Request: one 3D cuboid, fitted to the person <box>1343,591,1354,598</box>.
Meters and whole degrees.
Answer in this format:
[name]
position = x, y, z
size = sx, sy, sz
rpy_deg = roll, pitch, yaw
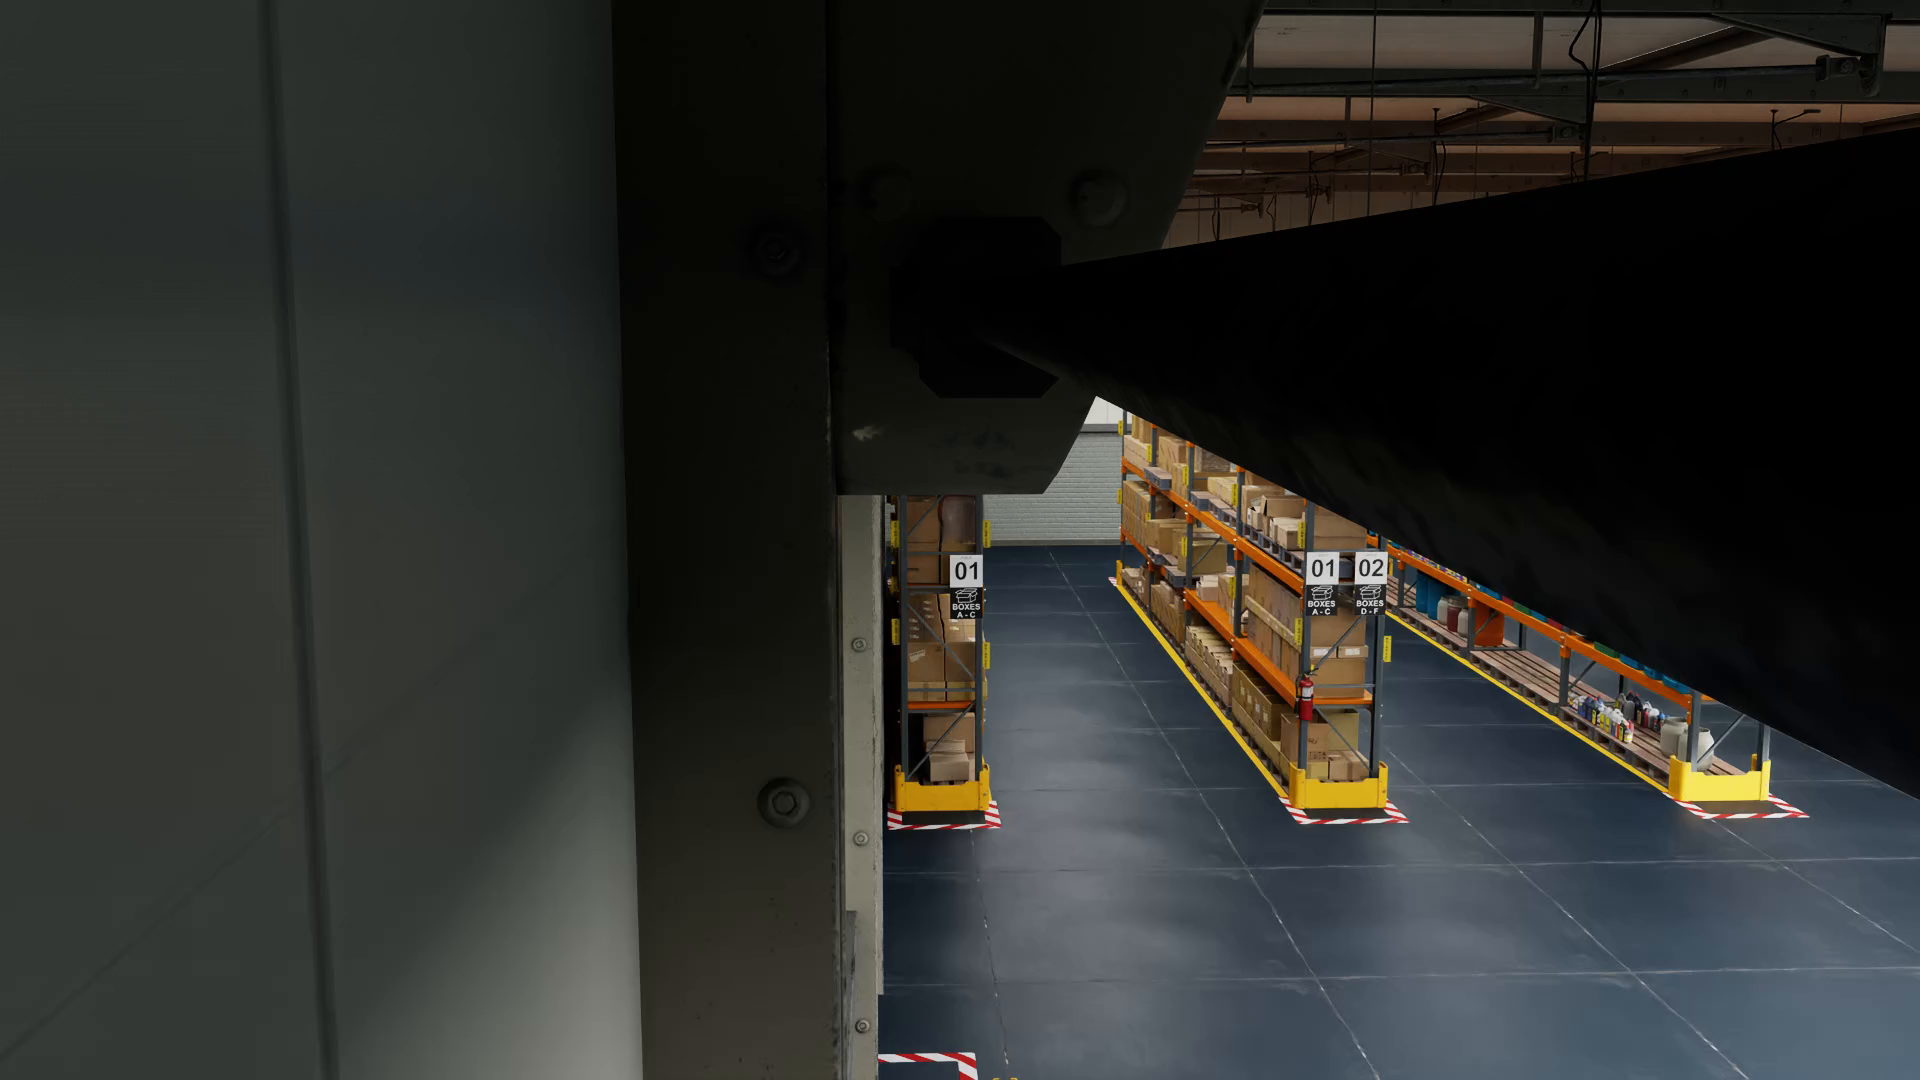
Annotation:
[person]
position = 7.394, 0.774, 31.989
size = 0.623, 1.713, 0.540
rpy_deg = -3, 9, -18
